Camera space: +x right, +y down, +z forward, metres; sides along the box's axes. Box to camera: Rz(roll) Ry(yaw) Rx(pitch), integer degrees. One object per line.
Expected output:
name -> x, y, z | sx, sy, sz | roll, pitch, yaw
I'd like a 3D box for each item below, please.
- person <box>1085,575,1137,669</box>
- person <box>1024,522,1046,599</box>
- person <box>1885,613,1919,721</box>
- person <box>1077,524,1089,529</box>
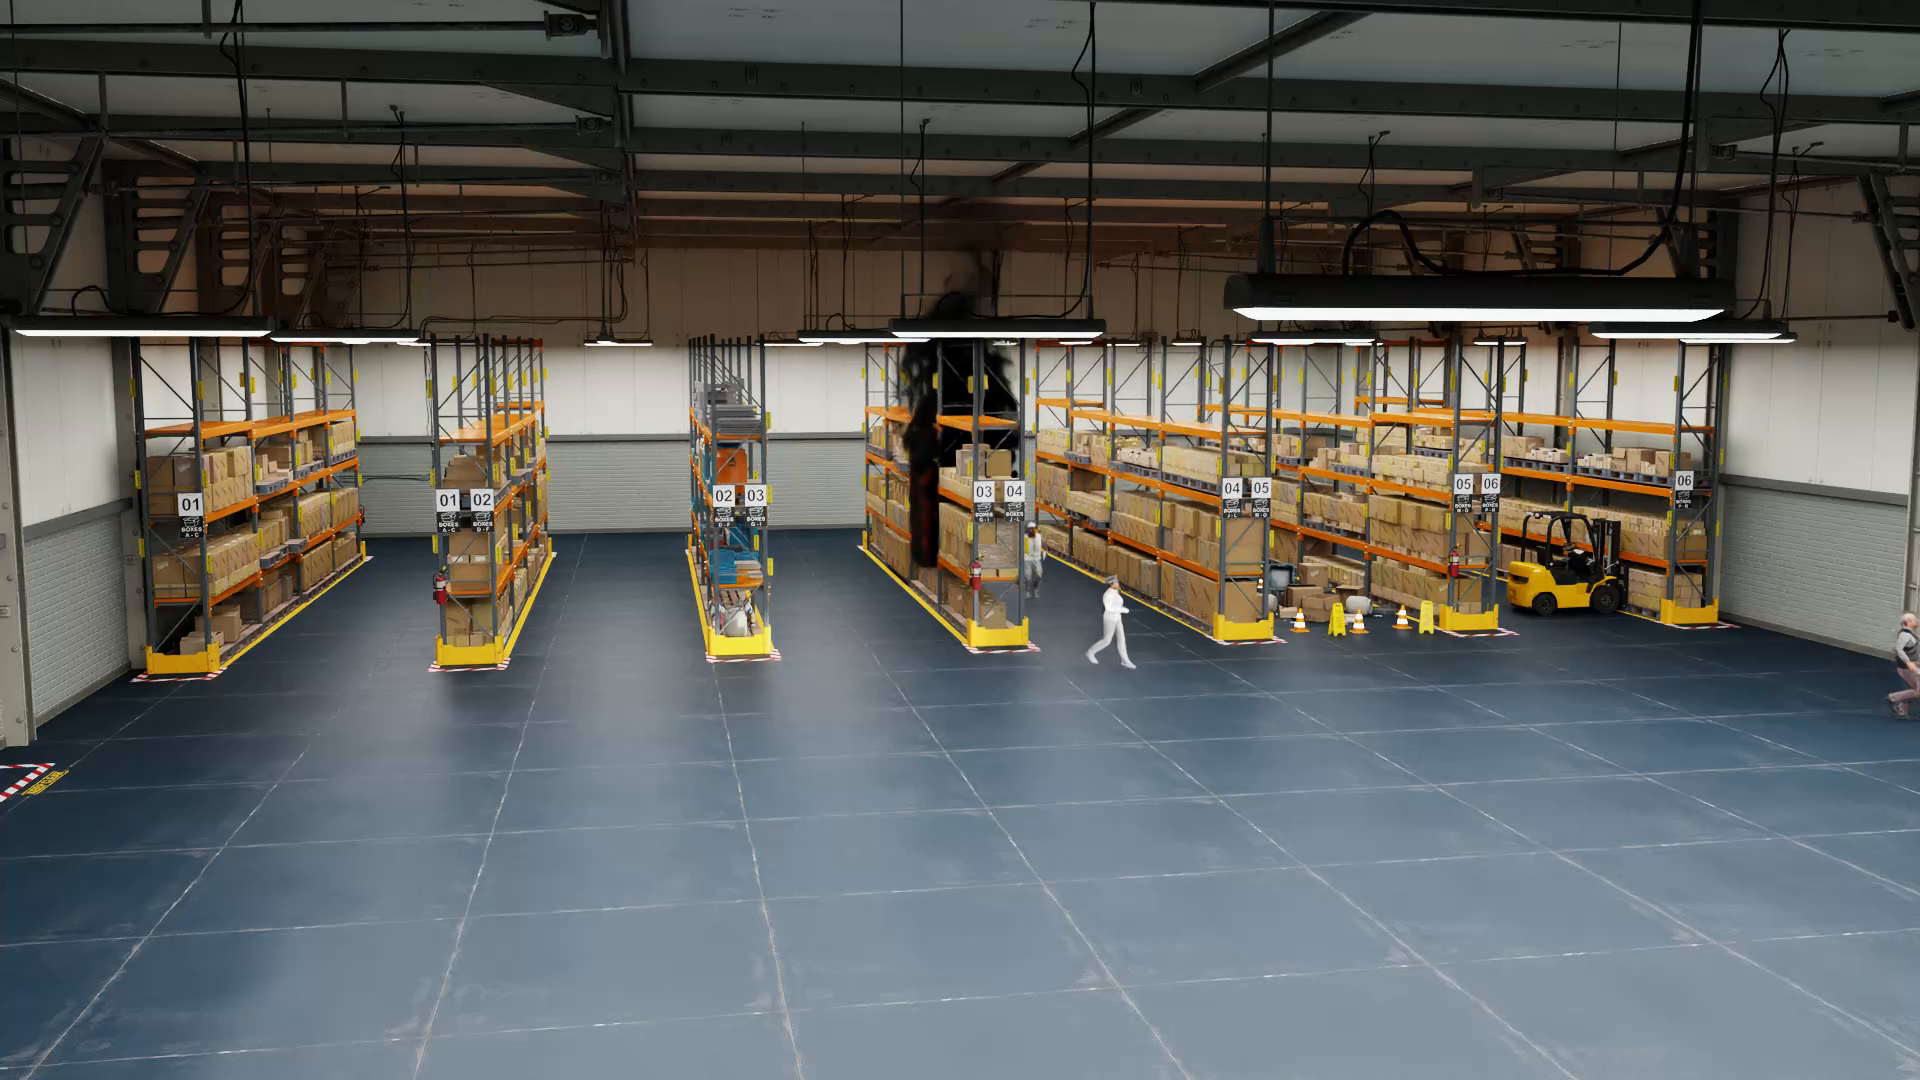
person -> 2.707, 1.455, 29.809 | 0.937, 1.702, 0.618 | 3, 7, 22
person -> 1.681, 0.487, 38.141 | 0.709, 1.791, 0.690 | -2, 7, -13
person -> 14.625, 1.965, 25.628 | 0.578, 1.677, 0.658 | 4, 8, 31
person -> 3.758, -0.856, 50.076 | 0.823, 1.717, 0.590 | -2, 7, -17
